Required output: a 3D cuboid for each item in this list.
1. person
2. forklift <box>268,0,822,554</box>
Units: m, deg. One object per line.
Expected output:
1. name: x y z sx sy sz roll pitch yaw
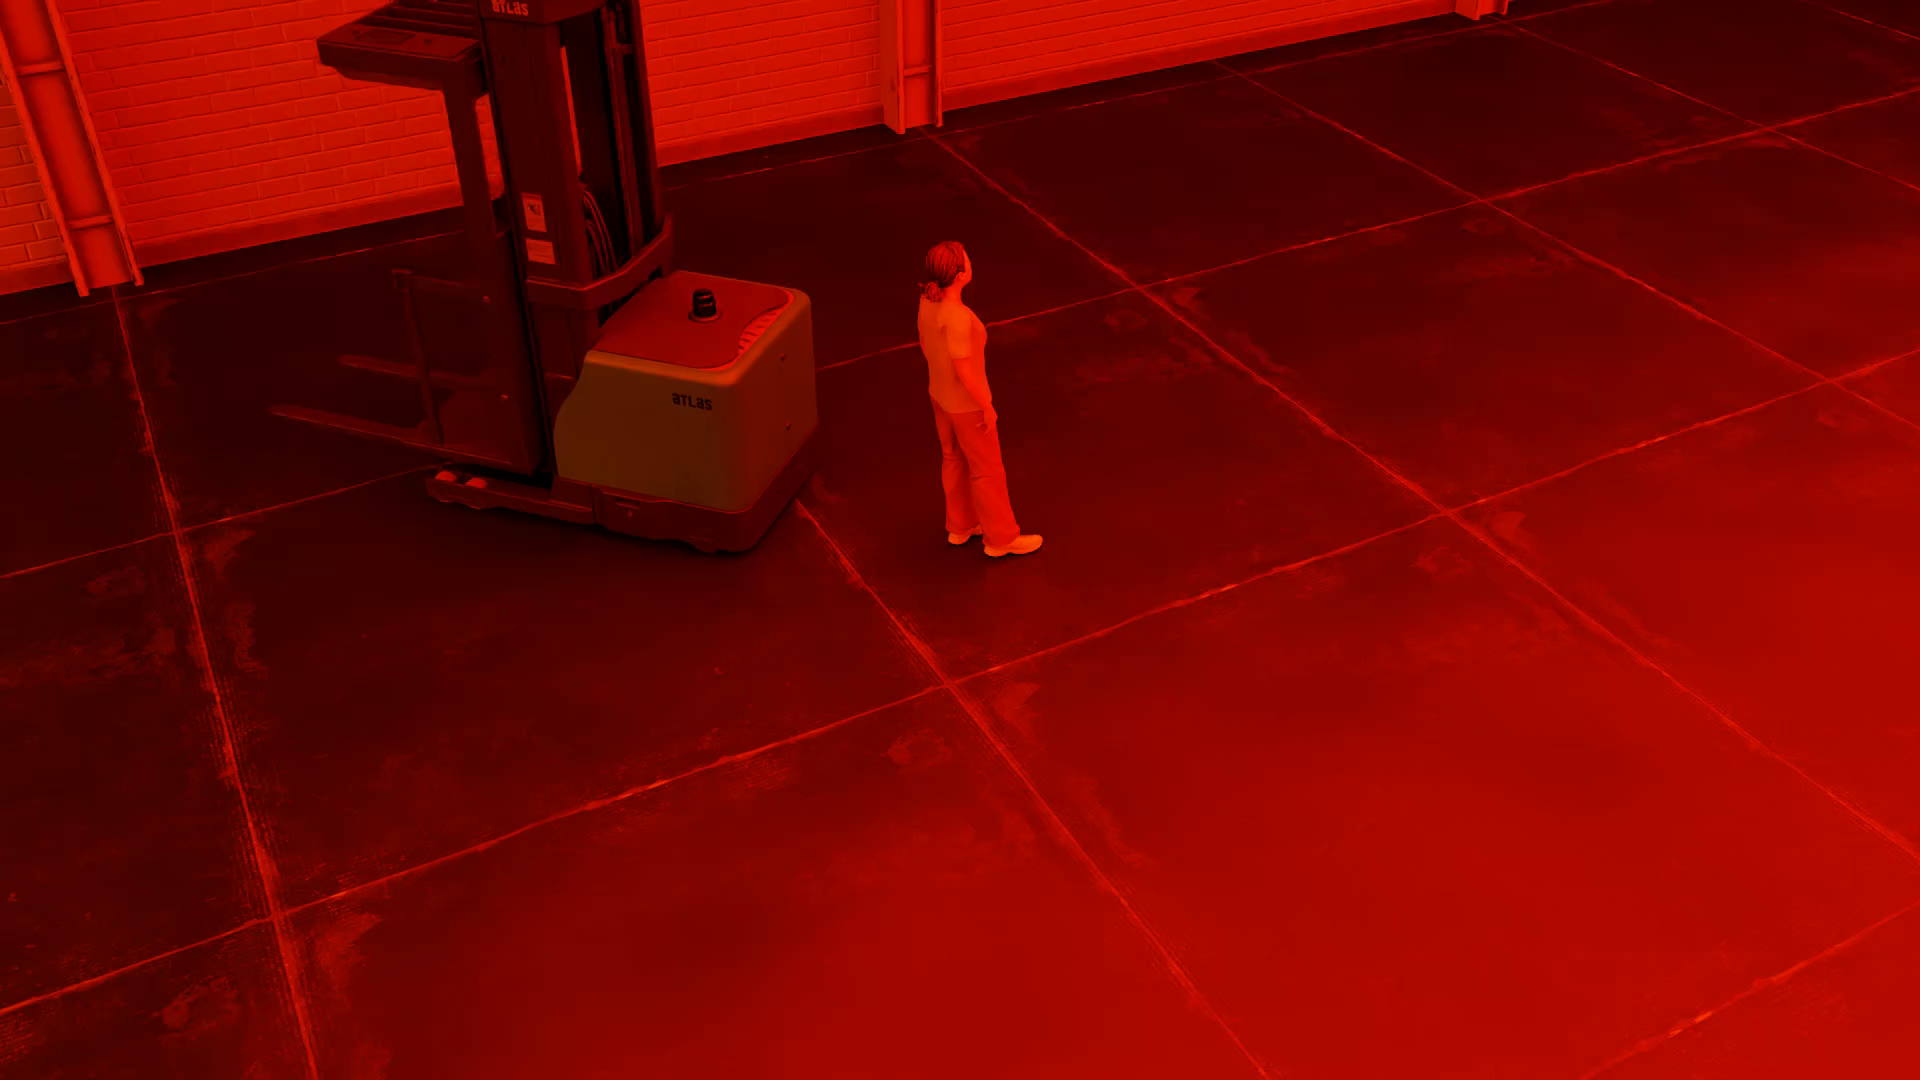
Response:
1. person: 0.071 -0.704 8.194 0.548 1.674 0.552 -17 39 -23
2. forklift: -2.334 -1.635 8.436 3.031 2.935 1.130 11 37 16
